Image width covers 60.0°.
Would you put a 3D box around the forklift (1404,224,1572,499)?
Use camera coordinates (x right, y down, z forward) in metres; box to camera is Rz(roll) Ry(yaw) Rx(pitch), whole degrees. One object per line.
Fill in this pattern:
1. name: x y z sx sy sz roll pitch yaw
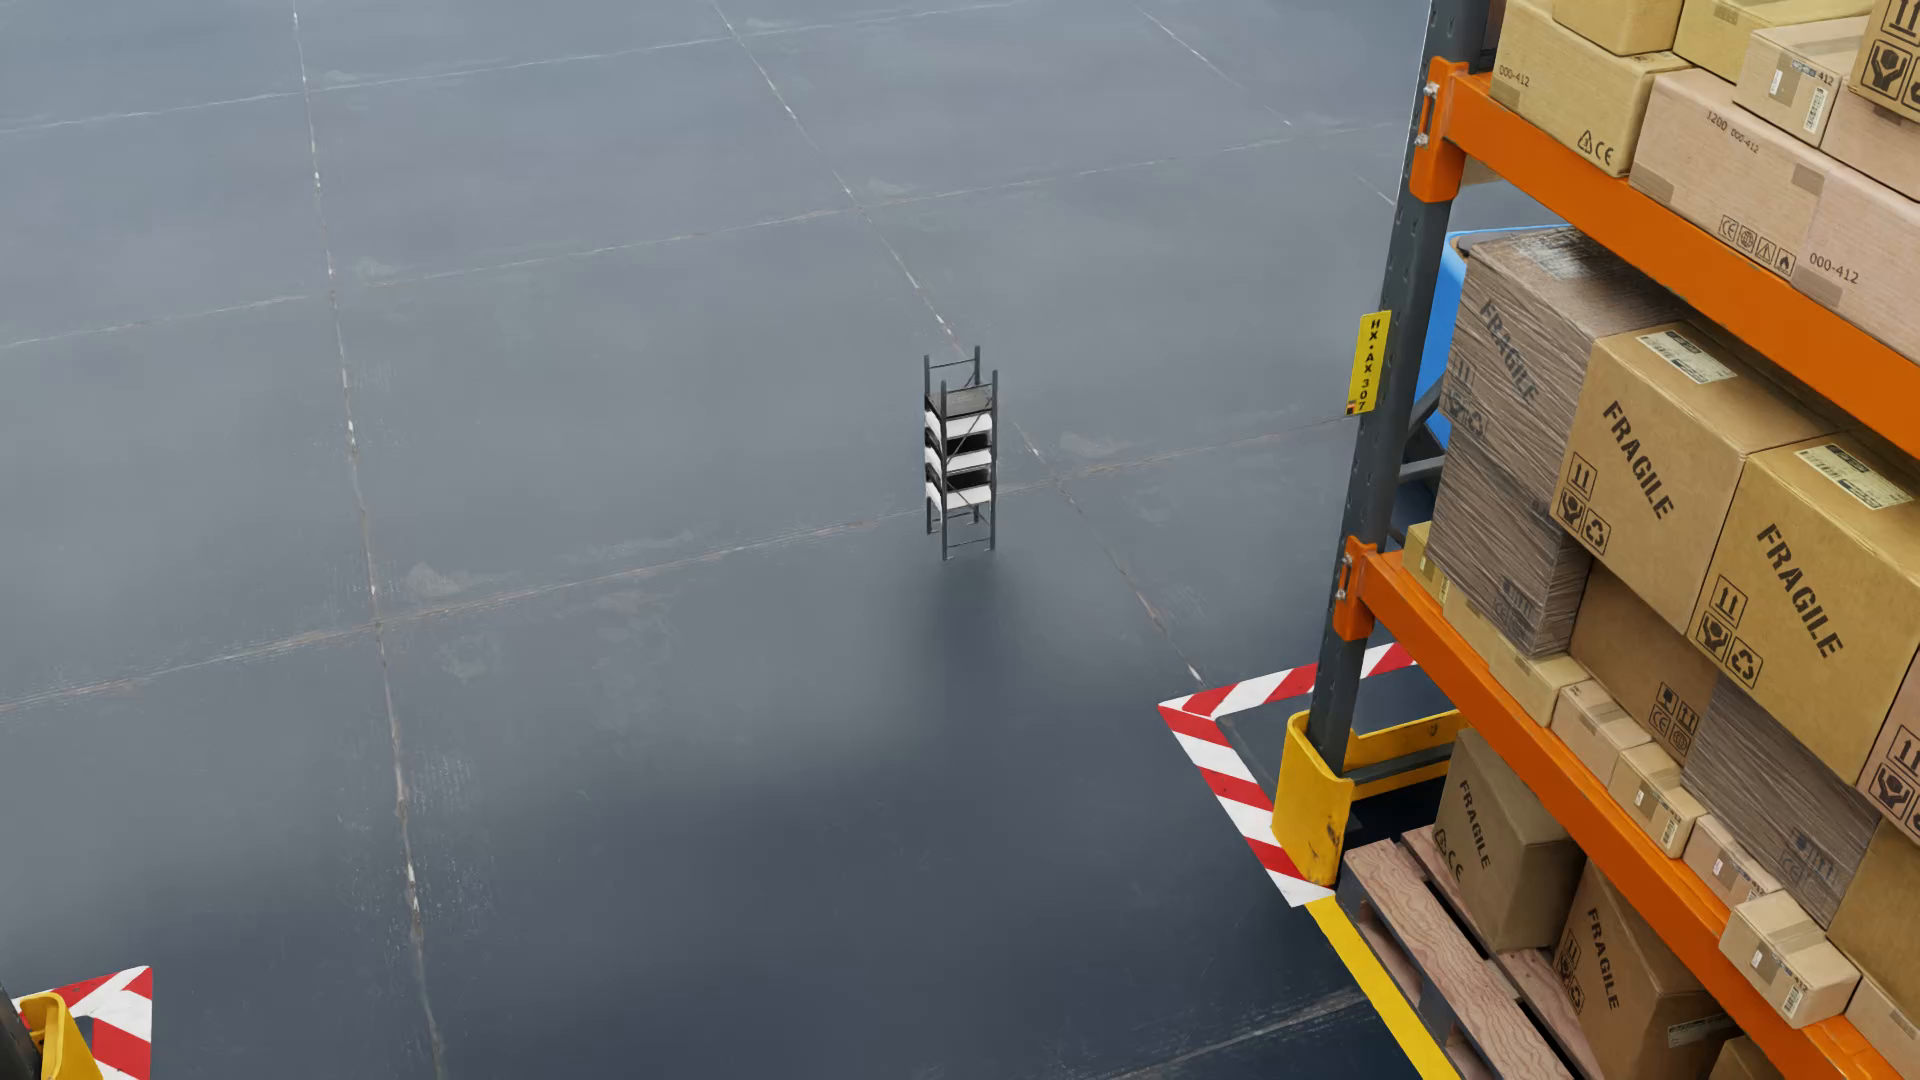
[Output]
1. forklift: 3.589 -1.501 6.806 3.031 2.935 1.130 -5 37 -7

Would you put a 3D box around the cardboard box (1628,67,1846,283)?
1. cardboard box: 1.772 -0.788 3.435 0.500 0.250 0.500 -13 39 -17

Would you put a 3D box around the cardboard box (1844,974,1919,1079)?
1. cardboard box: 2.176 1.026 3.603 0.380 0.149 0.250 -12 39 -16

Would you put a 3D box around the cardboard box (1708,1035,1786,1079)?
1. cardboard box: 2.300 1.609 4.349 0.500 0.500 0.500 -9 38 -12

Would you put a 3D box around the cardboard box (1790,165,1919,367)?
1. cardboard box: 1.939 -0.507 3.062 0.500 0.250 0.500 -13 39 -16

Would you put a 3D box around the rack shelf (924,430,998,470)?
1. rack shelf: 0.003 -0.400 6.939 0.258 0.077 0.200 -12 39 -16

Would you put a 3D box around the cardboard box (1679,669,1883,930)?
1. cardboard box: 2.245 0.441 3.841 0.875 0.500 0.500 -12 39 -16

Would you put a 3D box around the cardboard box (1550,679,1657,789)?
1. cardboard box: 1.785 0.471 4.340 0.380 0.149 0.250 -12 39 -16

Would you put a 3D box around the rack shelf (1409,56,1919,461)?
1. rack shelf: 2.354 -0.047 2.924 1.077 0.370 4.000 -12 39 -16

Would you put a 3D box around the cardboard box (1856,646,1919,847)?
1. cardboard box: 2.116 0.391 3.077 0.500 0.500 0.500 -12 39 -16

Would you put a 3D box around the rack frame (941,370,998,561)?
1. rack frame: 0.038 -0.297 6.897 0.240 0.900 0.006 -12 39 -16

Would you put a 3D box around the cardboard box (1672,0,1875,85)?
1. cardboard box: 1.744 -1.076 3.486 0.380 0.149 0.250 -13 39 -17

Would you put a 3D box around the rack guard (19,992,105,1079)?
1. rack guard: -3.034 1.689 4.592 1.175 0.500 0.348 -12 39 -16

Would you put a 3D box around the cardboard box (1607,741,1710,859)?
1. cardboard box: 1.865 0.614 4.150 0.380 0.149 0.250 -12 39 -16

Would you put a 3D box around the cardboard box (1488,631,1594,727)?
1. cardboard box: 1.680 0.335 4.522 0.380 0.149 0.250 -12 39 -16

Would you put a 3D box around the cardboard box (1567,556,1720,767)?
1. cardboard box: 2.114 0.150 4.228 0.875 0.500 0.500 -12 39 -16

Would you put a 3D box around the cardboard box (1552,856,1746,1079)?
1. cardboard box: 2.103 1.252 4.823 0.500 0.500 0.500 -3 37 -4

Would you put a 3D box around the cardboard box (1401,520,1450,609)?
1. cardboard box: 1.540 0.045 4.906 0.380 0.149 0.250 -12 39 -16

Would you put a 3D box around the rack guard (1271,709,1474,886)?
1. rack guard: 1.692 0.776 5.805 1.175 0.500 0.348 -12 39 -16

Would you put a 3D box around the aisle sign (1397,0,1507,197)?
1. aisle sign: 1.363 -1.277 4.291 0.394 0.787 0.004 -12 39 -16

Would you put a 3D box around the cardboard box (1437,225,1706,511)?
1. cardboard box: 1.599 -0.457 4.202 0.500 0.500 0.500 -12 39 -16

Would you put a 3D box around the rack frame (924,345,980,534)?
1. rack frame: -0.032 -0.412 7.049 0.240 0.900 0.006 -12 39 -16

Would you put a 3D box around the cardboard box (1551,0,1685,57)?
1. cardboard box: 1.542 -1.193 3.641 0.380 0.149 0.250 -12 39 -15

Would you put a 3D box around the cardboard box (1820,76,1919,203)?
1. cardboard box: 1.851 -0.769 3.078 0.380 0.149 0.250 -13 39 -16

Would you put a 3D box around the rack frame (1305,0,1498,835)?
1. rack frame: 1.666 -0.266 5.110 1.000 3.000 0.127 -12 39 -16

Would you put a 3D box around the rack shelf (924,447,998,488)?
1. rack shelf: 0.003 -0.328 6.993 0.258 0.077 0.200 -12 39 -16

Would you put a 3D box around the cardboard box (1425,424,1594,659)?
1. cardboard box: 1.829 -0.108 4.570 0.875 0.500 0.500 -12 39 -16

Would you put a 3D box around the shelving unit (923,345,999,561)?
1. shelving unit: 0.003 -0.355 6.973 0.258 0.900 0.210 -12 39 -16

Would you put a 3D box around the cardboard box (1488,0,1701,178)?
1. cardboard box: 1.589 -1.078 3.820 0.500 0.250 0.500 -11 38 -15

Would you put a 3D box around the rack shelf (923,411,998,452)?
1. rack shelf: 0.003 -0.472 6.885 0.258 0.077 0.200 -12 39 -16

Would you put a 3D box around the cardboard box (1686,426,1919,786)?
1. cardboard box: 1.938 0.109 3.450 0.500 0.500 0.500 -12 39 -16

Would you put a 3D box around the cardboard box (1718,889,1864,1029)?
1. cardboard box: 1.965 0.912 3.754 0.380 0.149 0.250 -12 39 -16

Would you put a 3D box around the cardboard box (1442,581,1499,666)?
1. cardboard box: 1.608 0.190 4.713 0.380 0.149 0.250 -12 39 -16

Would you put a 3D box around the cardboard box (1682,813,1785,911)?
1. cardboard box: 1.976 0.750 3.970 0.380 0.149 0.250 -12 39 -16

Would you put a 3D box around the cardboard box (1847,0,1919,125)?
1. cardboard box: 1.923 -0.928 2.749 0.500 0.500 0.500 -13 39 -16

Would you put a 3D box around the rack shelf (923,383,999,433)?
1. rack shelf: 0.003 -0.544 6.831 0.258 0.077 0.200 -12 39 -16

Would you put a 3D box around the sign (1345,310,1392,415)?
1. sign: 1.156 -0.499 4.700 0.100 0.325 0.005 -12 39 -16

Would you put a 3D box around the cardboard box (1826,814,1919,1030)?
1. cardboard box: 2.406 0.726 3.463 0.875 0.500 0.500 -12 39 -16

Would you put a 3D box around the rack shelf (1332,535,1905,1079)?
1. rack shelf: 2.354 1.151 3.826 1.077 0.370 4.000 -12 39 -16

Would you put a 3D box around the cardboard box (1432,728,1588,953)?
1. cardboard box: 1.865 0.921 5.262 0.500 0.500 0.500 -6 37 -7

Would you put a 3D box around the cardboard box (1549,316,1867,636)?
1. cardboard box: 1.765 -0.173 3.825 0.500 0.500 0.500 -12 39 -16

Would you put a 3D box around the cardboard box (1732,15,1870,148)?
1. cardboard box: 1.771 -0.907 3.262 0.380 0.149 0.250 -11 38 -14

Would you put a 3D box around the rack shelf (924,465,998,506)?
1. rack shelf: 0.003 -0.256 7.047 0.258 0.077 0.200 -12 39 -16

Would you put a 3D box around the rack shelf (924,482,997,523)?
1. rack shelf: 0.003 -0.184 7.102 0.258 0.077 0.200 -12 39 -16

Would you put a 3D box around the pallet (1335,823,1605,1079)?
1. pallet: 1.938 1.357 5.273 1.003 0.211 1.213 -12 39 -16
